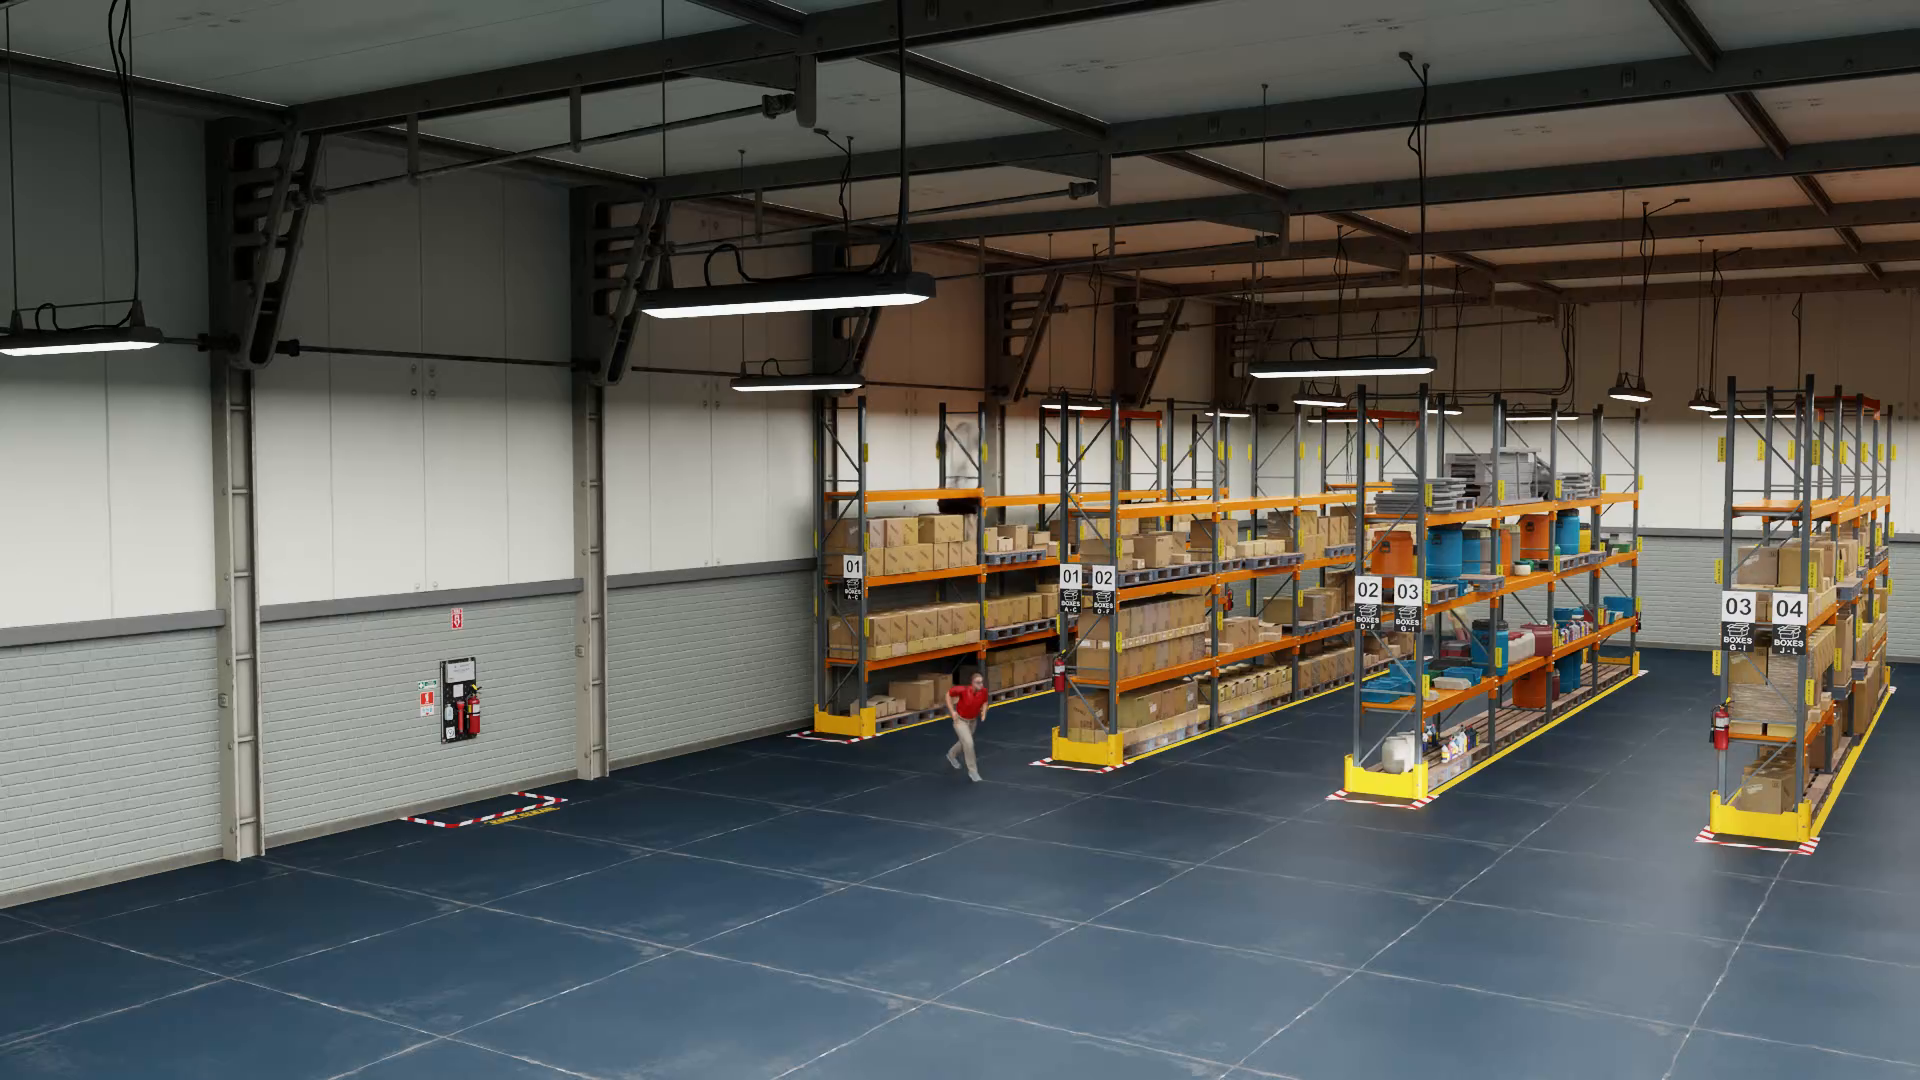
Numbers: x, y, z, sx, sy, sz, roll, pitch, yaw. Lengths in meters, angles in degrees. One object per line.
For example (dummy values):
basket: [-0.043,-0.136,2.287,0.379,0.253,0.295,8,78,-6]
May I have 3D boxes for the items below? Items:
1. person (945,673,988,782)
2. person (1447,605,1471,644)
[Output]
person: [0.047,2.861,25.665,0.704,1.696,1.021,-2,3,-30]
person: [12.087,2.106,40.329,0.594,1.601,0.619,-1,3,-25]
